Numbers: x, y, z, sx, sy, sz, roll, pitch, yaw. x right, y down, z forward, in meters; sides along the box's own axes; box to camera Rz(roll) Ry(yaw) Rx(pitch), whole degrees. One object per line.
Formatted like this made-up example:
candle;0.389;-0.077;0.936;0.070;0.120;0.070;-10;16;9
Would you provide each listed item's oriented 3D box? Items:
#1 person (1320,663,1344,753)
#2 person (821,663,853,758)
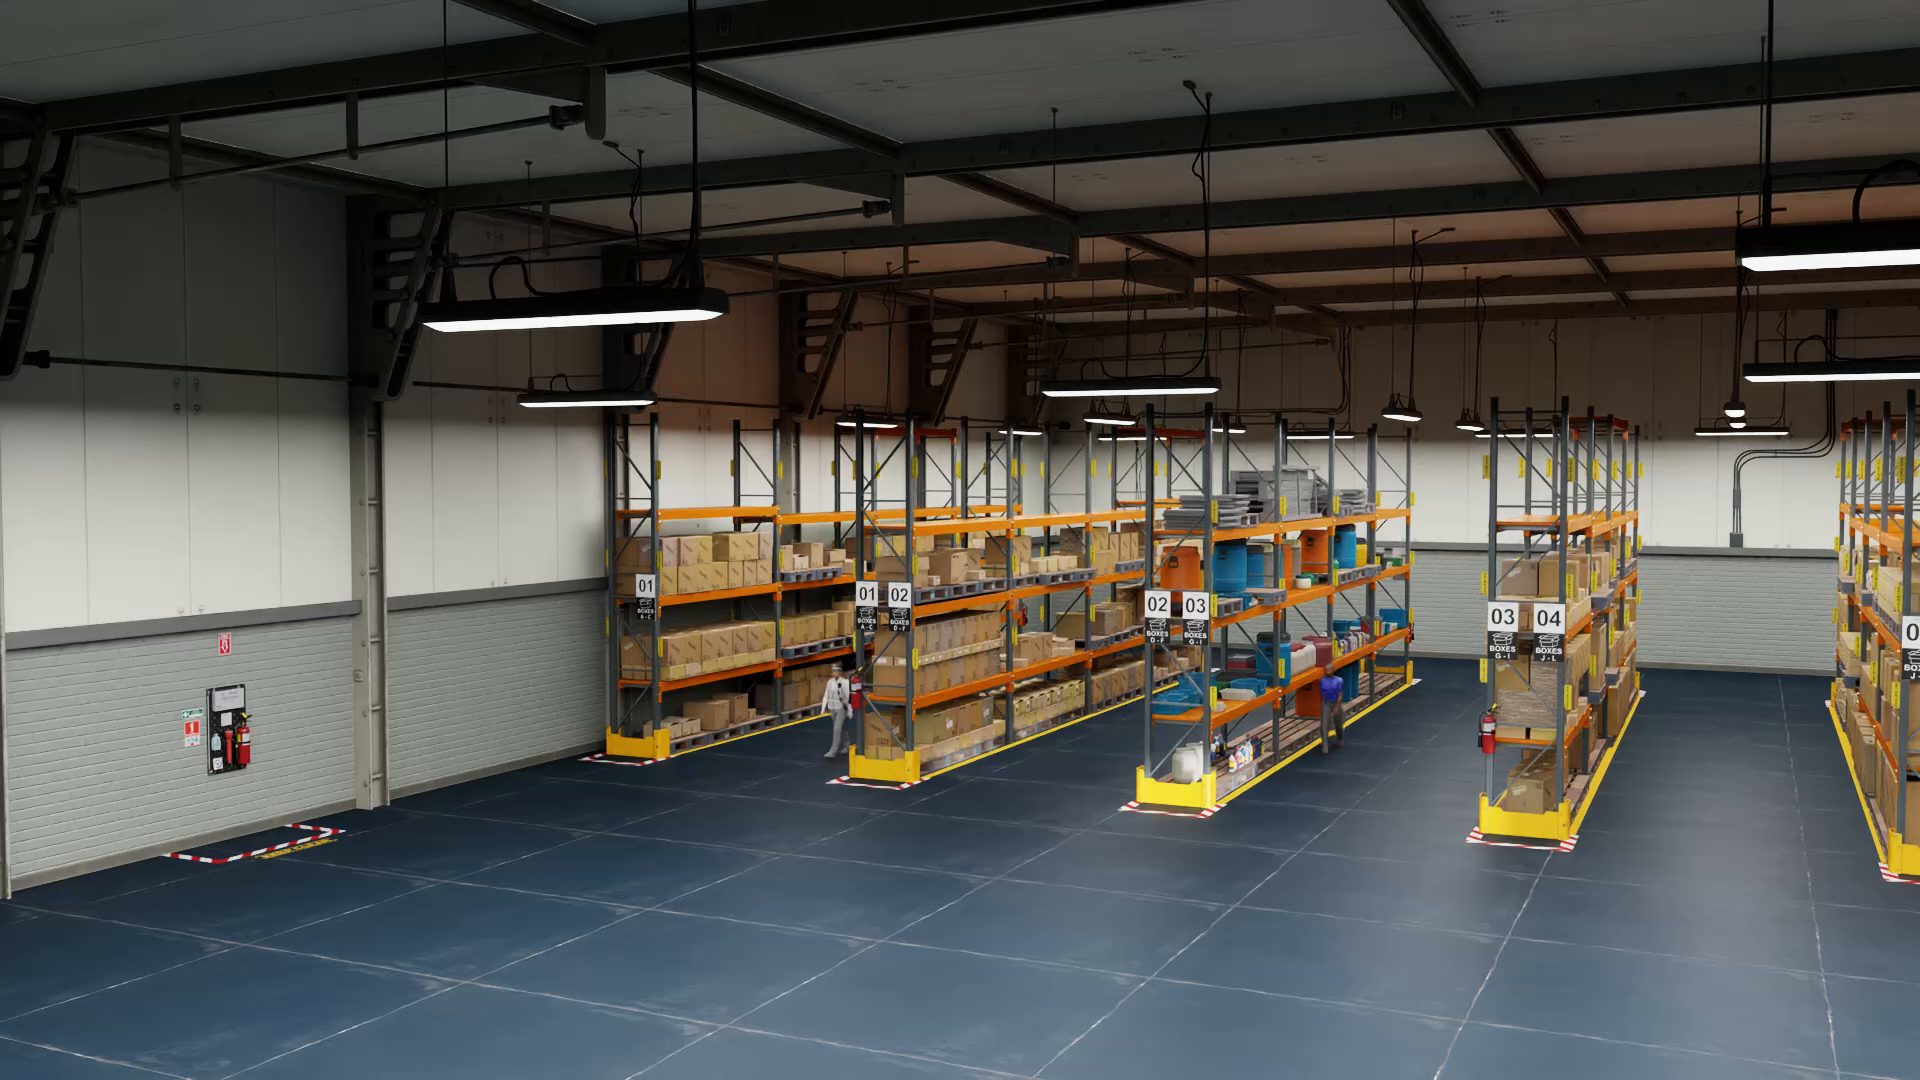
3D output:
person;6.602;2.967;29.630;0.432;1.551;1.058;1;3;19
person;-2.157;2.953;28.958;0.512;1.622;1.007;2;3;38
